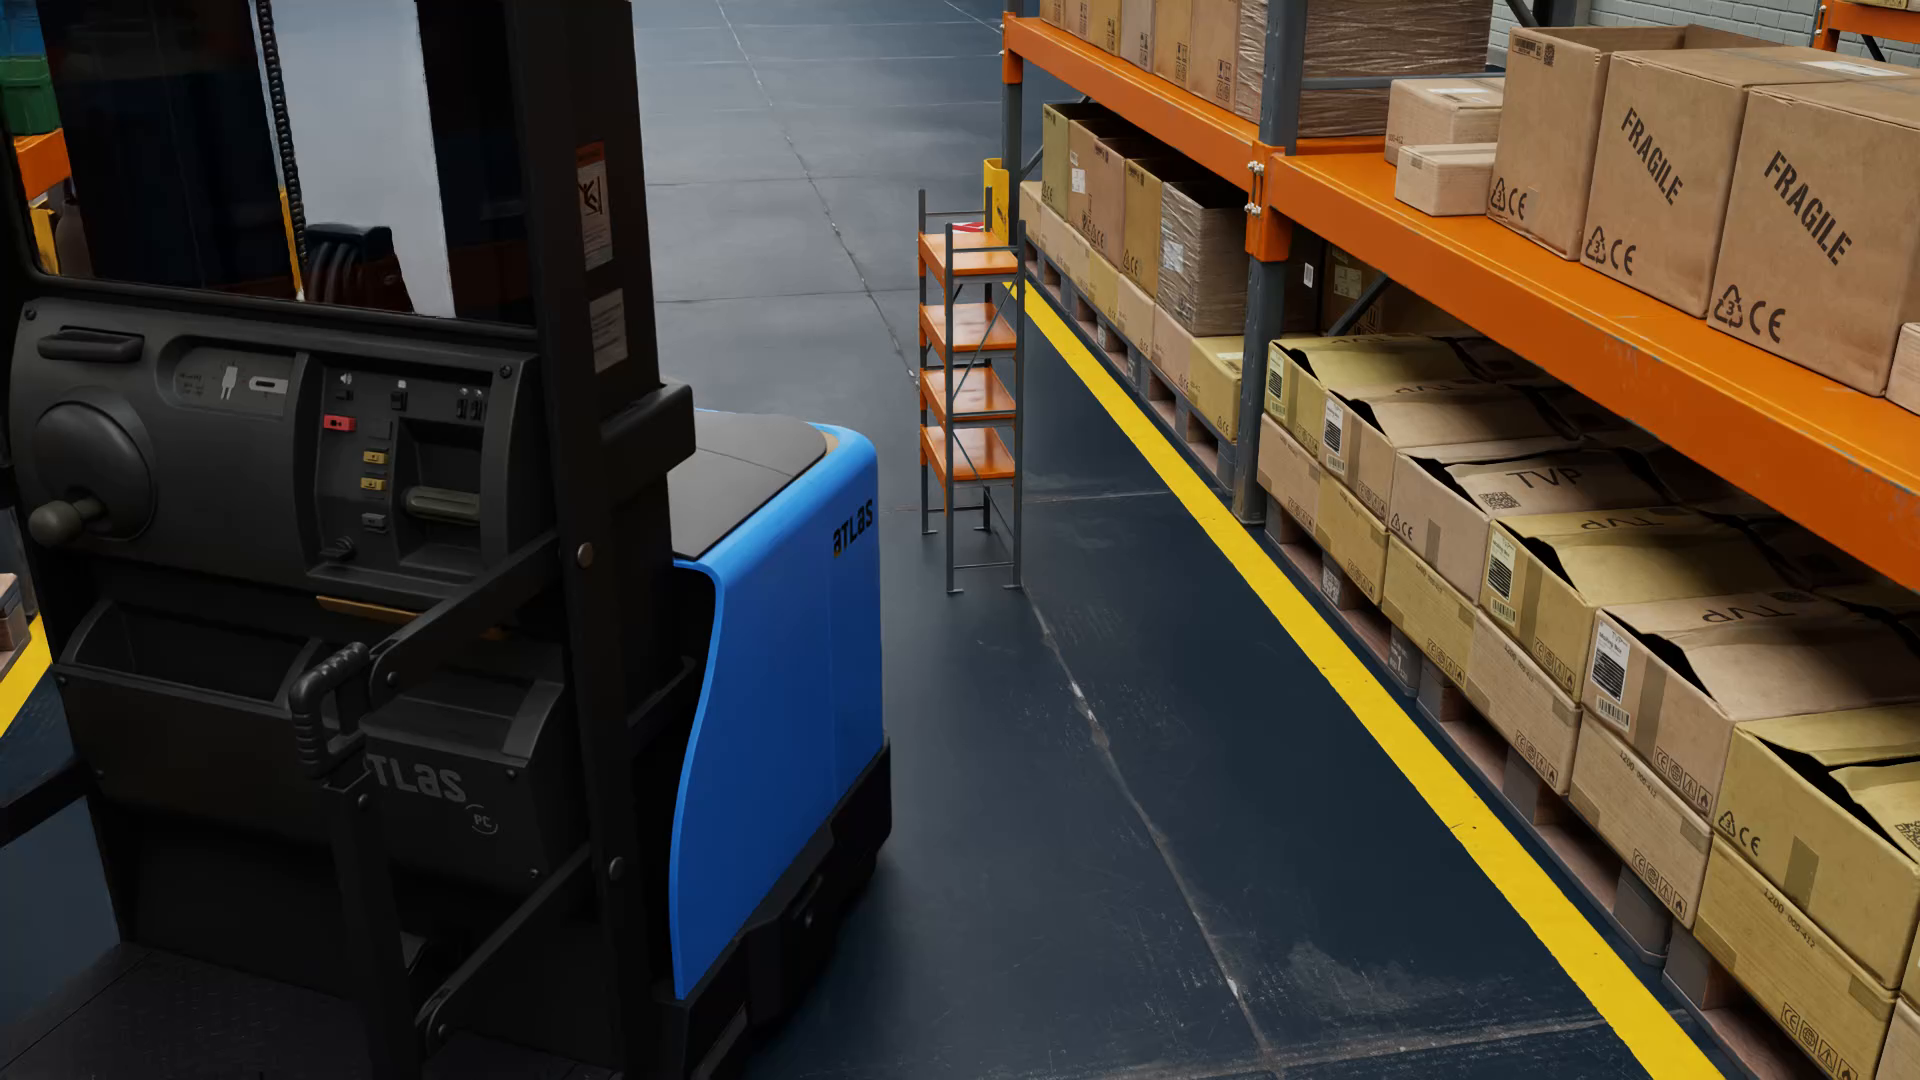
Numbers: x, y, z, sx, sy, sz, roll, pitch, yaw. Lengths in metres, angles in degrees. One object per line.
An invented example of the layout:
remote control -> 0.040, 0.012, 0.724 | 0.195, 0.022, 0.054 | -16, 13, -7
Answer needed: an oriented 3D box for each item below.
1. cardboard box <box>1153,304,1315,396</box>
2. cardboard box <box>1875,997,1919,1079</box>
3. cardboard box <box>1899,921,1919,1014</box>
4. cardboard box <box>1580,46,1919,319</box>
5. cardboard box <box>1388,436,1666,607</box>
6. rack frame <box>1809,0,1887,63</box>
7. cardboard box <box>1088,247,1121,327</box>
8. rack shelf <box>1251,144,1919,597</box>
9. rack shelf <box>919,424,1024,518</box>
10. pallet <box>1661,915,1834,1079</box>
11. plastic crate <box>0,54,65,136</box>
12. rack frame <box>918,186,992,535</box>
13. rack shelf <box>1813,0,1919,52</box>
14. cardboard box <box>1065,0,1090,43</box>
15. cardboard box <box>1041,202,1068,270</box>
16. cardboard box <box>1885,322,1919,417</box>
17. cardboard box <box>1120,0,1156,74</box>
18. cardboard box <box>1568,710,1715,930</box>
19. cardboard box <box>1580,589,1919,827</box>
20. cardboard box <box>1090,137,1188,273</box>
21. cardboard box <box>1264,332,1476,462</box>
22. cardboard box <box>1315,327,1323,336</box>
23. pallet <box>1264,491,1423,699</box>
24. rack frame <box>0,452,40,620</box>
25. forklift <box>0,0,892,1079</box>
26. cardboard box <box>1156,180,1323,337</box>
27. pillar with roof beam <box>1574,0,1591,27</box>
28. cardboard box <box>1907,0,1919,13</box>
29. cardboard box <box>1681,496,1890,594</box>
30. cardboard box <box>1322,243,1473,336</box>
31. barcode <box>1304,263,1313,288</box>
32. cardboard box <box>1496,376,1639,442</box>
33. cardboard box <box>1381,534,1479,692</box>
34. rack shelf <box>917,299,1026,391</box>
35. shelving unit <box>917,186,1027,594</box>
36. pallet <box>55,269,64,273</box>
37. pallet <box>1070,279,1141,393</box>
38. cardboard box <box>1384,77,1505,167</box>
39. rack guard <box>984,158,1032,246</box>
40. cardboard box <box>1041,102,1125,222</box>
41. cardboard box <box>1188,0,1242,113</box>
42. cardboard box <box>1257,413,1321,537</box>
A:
cardboard box -> 1.092, -0.777, 6.692 | 0.500, 0.250, 0.500 | -4, 24, -10
cardboard box -> 1.878, 0.971, 2.690 | 0.500, 0.250, 0.500 | -4, 24, -8
cardboard box -> 1.876, 0.715, 2.575 | 0.500, 0.311, 0.500 | -4, 24, -8
cardboard box -> 1.792, -0.819, 3.753 | 0.500, 0.500, 0.500 | -4, 24, -10
cardboard box -> 1.492, -0.089, 4.415 | 0.500, 0.311, 0.500 | -5, 24, -11
rack frame -> 5.604, -3.422, 9.839 | 1.000, 3.000, 0.127 | -4, 24, -10
cardboard box -> 0.892, -1.169, 7.590 | 0.500, 0.250, 0.500 | -4, 24, -10
rack shelf -> 1.845, -0.365, 3.736 | 1.077, 0.370, 4.000 | -4, 24, -10
rack shelf -> 0.031, -0.241, 5.467 | 0.258, 0.148, 0.480 | -4, 24, -10
pallet -> 2.101, 1.043, 3.097 | 1.003, 0.211, 1.213 | -4, 24, -10
plastic crate -> -3.367, -1.574, 5.870 | 0.450, 0.188, 0.662 | -4, 24, -10
rack frame -> -0.015, -0.581, 5.581 | 0.240, 1.200, 0.015 | -4, 24, -10
rack shelf -> 5.973, -2.306, 8.181 | 1.077, 0.370, 4.000 | -4, 24, -10
cardboard box -> 0.912, -2.709, 8.081 | 0.700, 0.500, 0.500 | -4, 24, -8
cardboard box -> 0.713, -1.563, 8.492 | 0.500, 0.250, 0.500 | -4, 24, -10
cardboard box -> 1.924, -0.290, 2.980 | 0.380, 0.149, 0.250 | -3, 24, -6
cardboard box -> 1.099, -2.307, 7.159 | 0.700, 0.500, 0.500 | -4, 24, -8
cardboard box -> 1.689, 0.571, 3.607 | 0.500, 0.250, 0.500 | -4, 24, -9
cardboard box -> 1.683, 0.312, 3.497 | 0.500, 0.311, 0.500 | -4, 24, -10
cardboard box -> 0.891, -1.513, 7.440 | 0.500, 0.500, 0.500 | -4, 24, -10
cardboard box -> 1.307, -0.489, 5.333 | 0.500, 0.311, 0.500 | -4, 24, -10
cardboard box -> 1.600, -0.815, 6.780 | 0.500, 0.250, 0.500 | -4, 24, -10
pallet -> 1.650, 0.084, 5.294 | 1.003, 0.211, 1.213 | -4, 24, -10
rack frame -> -3.393, -1.116, 4.557 | 1.000, 3.000, 0.127 | -4, 24, -10
forklift -> -1.140, -0.113, 2.346 | 1.130, 2.935, 3.031 | 8, 25, 18
cardboard box -> 1.094, -1.121, 6.542 | 0.500, 0.500, 0.500 | -4, 24, -10
pillar with roof beam -> 1.243, -8.002, 12.828 | 9.100, 9.000, 0.400 | -4, 24, -10
cardboard box -> 5.492, -2.944, 8.906 | 0.500, 0.250, 0.500 | -5, 24, -11
cardboard box -> 2.114, 0.066, 4.061 | 0.500, 0.311, 0.500 | -5, 24, -10
cardboard box -> 1.698, -0.963, 6.180 | 0.500, 0.500, 0.500 | -4, 24, -10
barcode -> 1.114, -0.846, 5.313 | 0.001, 0.075, 0.075 | -4, 24, -10
cardboard box -> 1.935, -0.328, 4.964 | 0.500, 0.311, 0.500 | -4, 24, -8
cardboard box -> 1.498, 0.168, 4.528 | 0.500, 0.250, 0.500 | -5, 24, -11
rack shelf -> 0.031, -0.628, 5.298 | 0.258, 0.148, 0.480 | -4, 24, -10
shelving unit -> 0.031, -0.485, 5.361 | 0.258, 1.200, 0.503 | -4, 24, -10
pallet -> -3.927, -1.065, 7.925 | 1.003, 0.211, 1.213 | -4, 24, -10
pallet -> 1.141, -1.000, 7.776 | 1.003, 0.211, 1.213 | -4, 24, -10
cardboard box -> 1.610, -1.222, 4.987 | 0.500, 0.250, 0.500 | -3, 24, -6
rack guard -> 0.732, -1.918, 9.518 | 1.175, 0.500, 0.348 | -4, 24, -10
cardboard box -> 0.711, -1.907, 8.341 | 0.500, 0.500, 0.500 | -4, 24, -10
cardboard box -> 1.284, -1.908, 6.246 | 0.700, 0.500, 0.500 | -5, 24, -10
cardboard box -> 1.307, -0.236, 5.454 | 0.500, 0.250, 0.500 | -5, 24, -11
